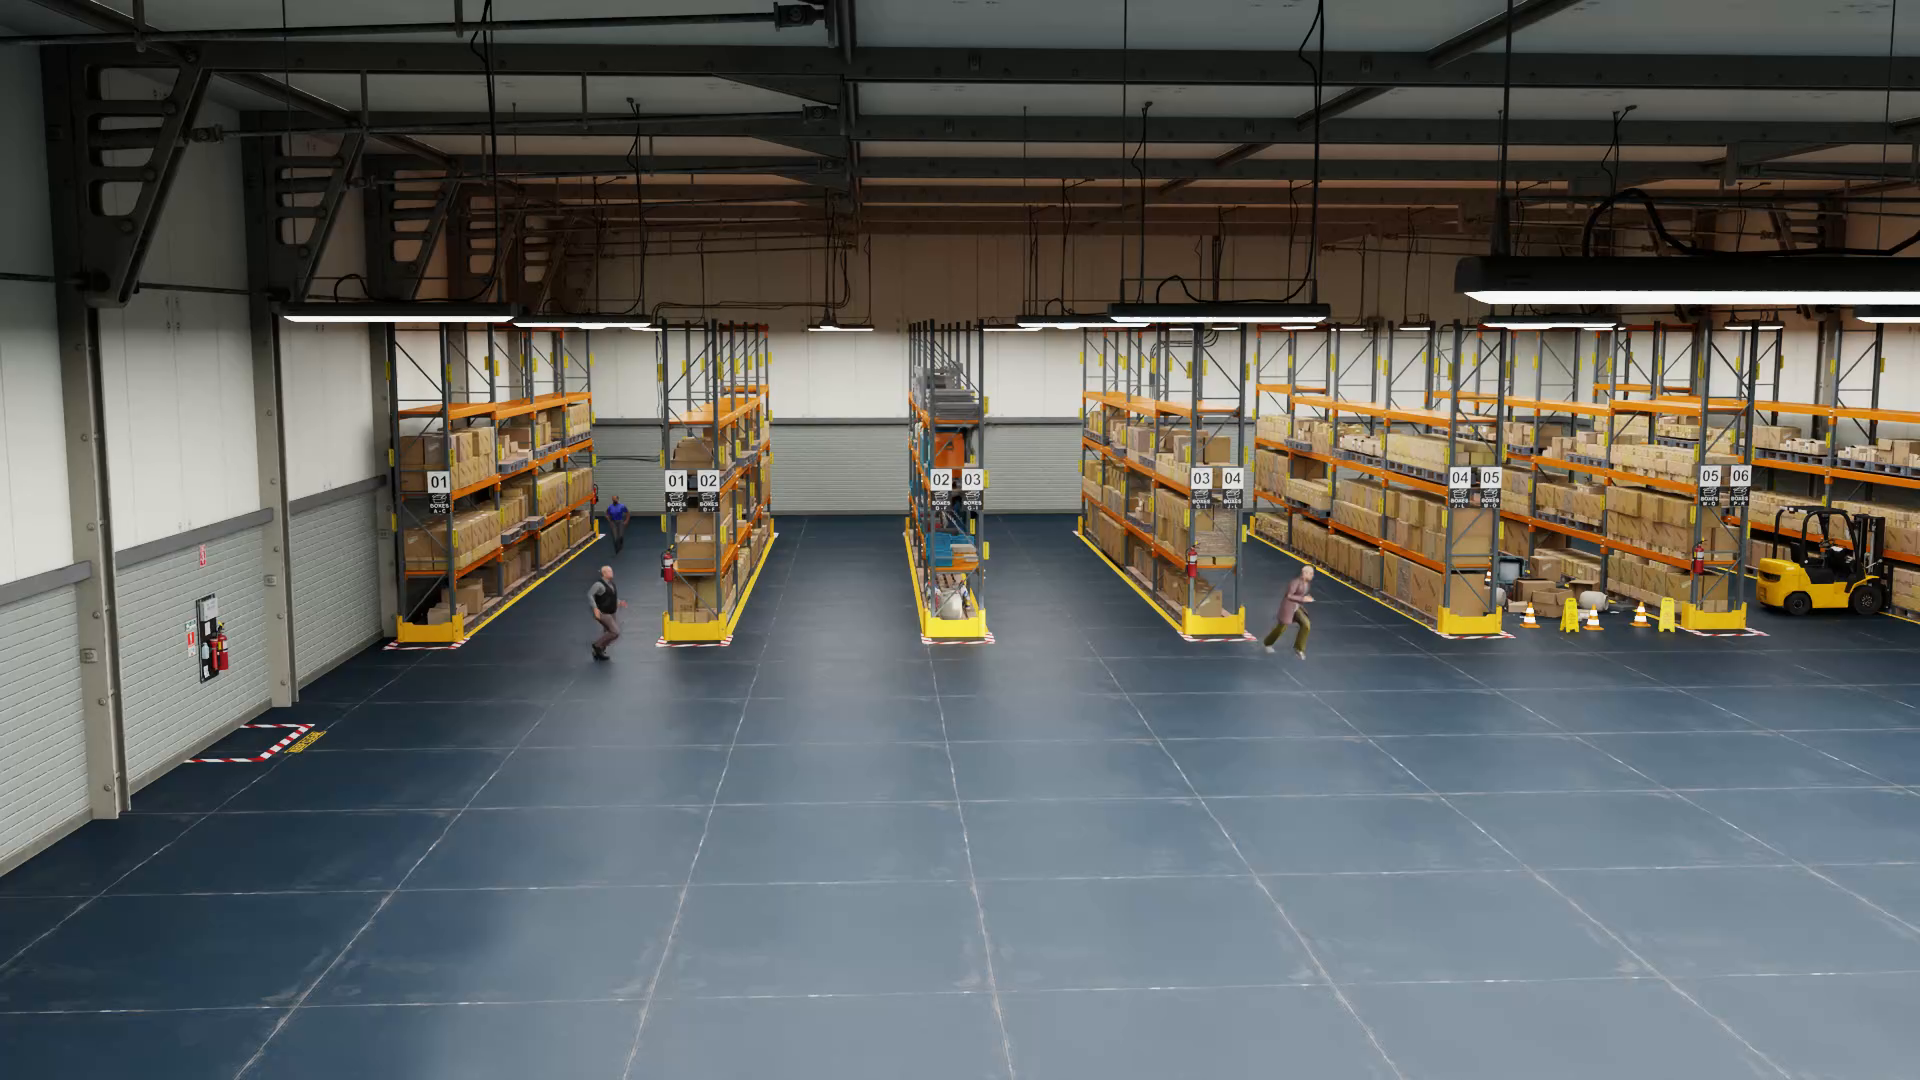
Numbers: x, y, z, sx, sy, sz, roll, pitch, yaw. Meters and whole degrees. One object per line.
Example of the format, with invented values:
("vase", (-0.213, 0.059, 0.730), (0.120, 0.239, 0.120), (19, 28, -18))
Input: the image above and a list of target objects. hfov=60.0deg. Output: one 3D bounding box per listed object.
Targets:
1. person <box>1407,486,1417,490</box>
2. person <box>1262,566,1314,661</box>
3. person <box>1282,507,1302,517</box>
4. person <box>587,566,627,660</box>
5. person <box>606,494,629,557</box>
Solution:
("person", (11.838, -0.507, 43.361), (0.616, 1.851, 0.792), (-3, 8, -20))
("person", (5.844, 1.285, 29.506), (1.072, 1.736, 0.753), (6, 9, 42))
("person", (9.723, -1.105, 48.757), (0.677, 1.758, 0.613), (5, 9, 35))
("person", (-6.175, 1.287, 29.181), (0.665, 1.675, 0.644), (2, 7, 15))
("person", (-8.849, -0.374, 42.975), (0.591, 1.618, 0.610), (0, 7, -3))
